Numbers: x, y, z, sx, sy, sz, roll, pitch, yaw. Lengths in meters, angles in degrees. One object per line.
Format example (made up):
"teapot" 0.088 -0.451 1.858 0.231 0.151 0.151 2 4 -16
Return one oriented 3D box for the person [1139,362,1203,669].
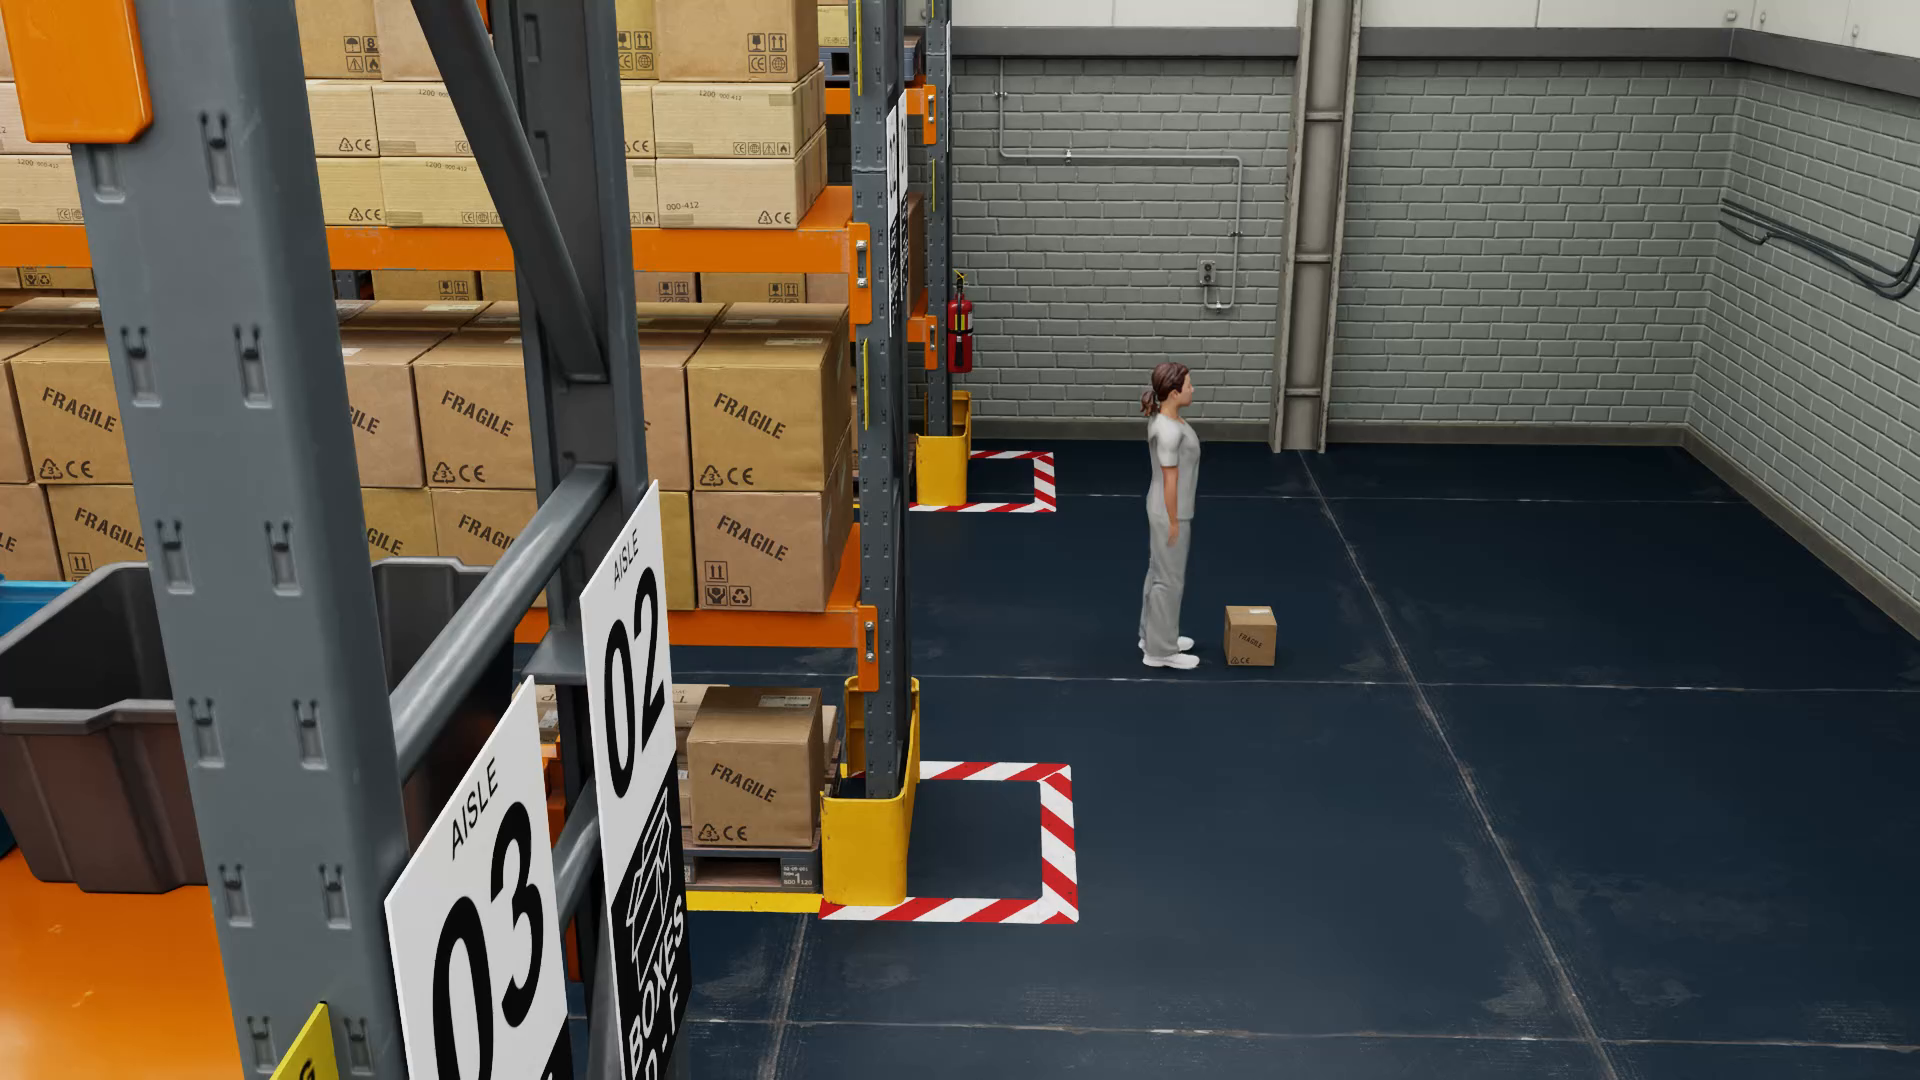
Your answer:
"person" 1.130 -0.142 8.963 0.380 1.675 0.439 1 21 3
